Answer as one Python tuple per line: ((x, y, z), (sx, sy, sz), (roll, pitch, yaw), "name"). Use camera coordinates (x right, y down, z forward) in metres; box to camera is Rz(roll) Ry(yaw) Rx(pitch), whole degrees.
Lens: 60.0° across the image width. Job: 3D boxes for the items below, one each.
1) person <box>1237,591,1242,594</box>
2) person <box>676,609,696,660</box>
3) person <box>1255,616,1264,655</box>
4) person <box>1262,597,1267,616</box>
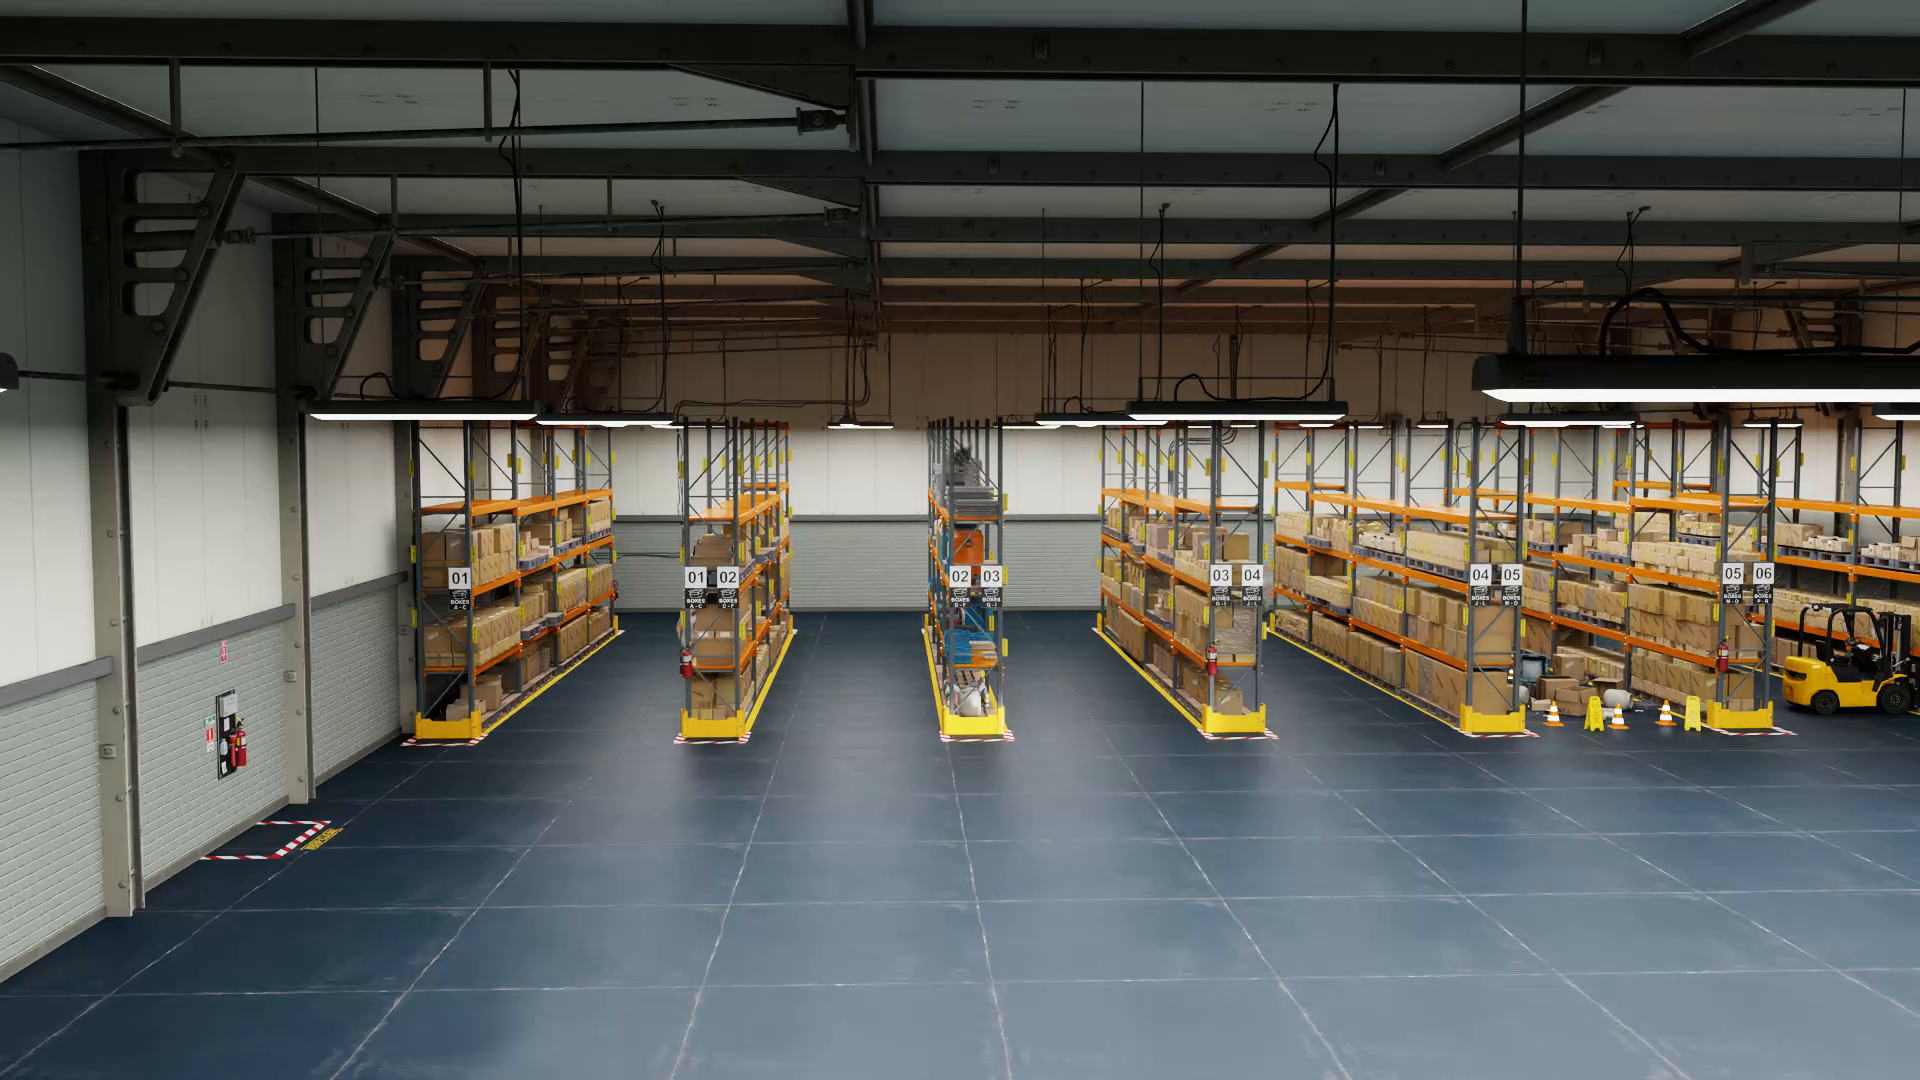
((8.238, 1.691, 48.257), (0.653, 1.844, 0.766), (3, 5, 36), "person")
((-6.339, 2.354, 38.842), (0.581, 1.656, 0.803), (-1, 4, -9), "person")
((7.300, 2.253, 41.305), (0.534, 1.547, 0.565), (0, 4, -6), "person")
((7.854, 2.051, 44.175), (0.607, 1.628, 0.641), (0, 4, 3), "person")
